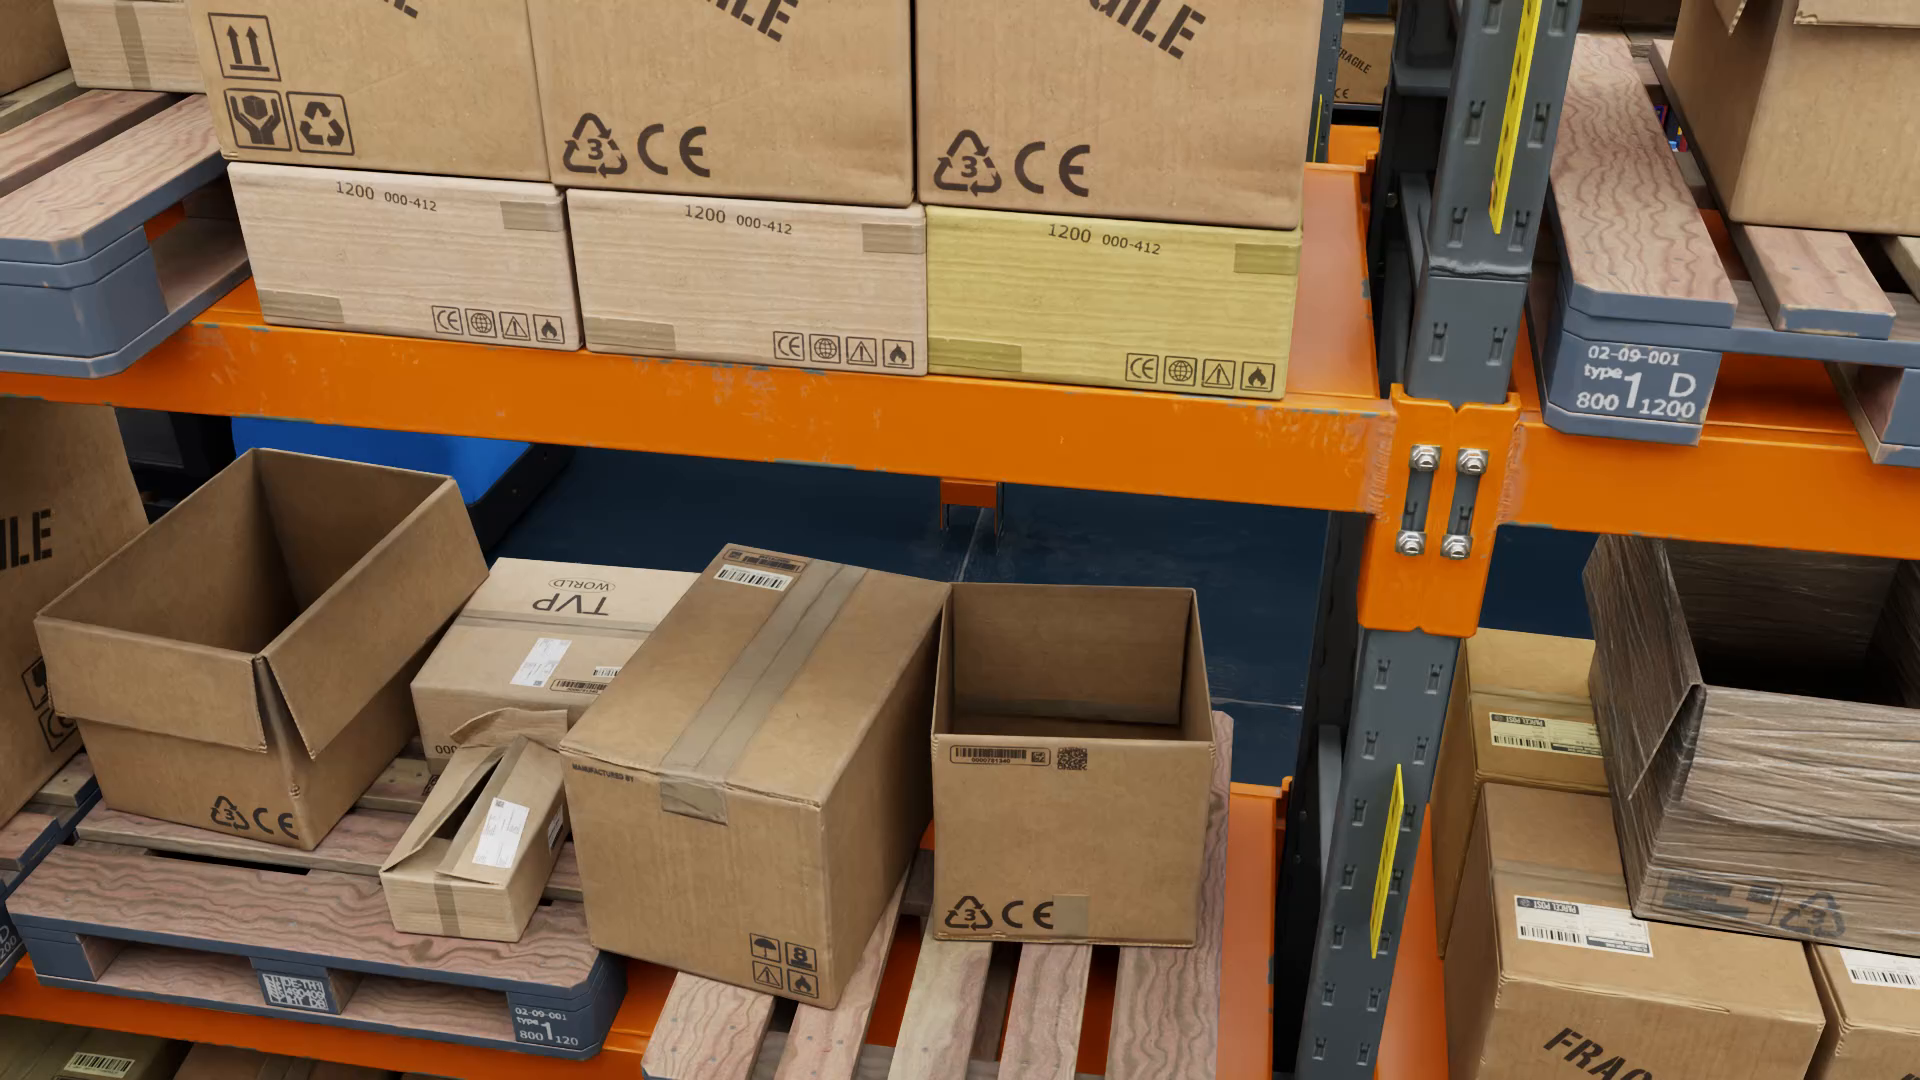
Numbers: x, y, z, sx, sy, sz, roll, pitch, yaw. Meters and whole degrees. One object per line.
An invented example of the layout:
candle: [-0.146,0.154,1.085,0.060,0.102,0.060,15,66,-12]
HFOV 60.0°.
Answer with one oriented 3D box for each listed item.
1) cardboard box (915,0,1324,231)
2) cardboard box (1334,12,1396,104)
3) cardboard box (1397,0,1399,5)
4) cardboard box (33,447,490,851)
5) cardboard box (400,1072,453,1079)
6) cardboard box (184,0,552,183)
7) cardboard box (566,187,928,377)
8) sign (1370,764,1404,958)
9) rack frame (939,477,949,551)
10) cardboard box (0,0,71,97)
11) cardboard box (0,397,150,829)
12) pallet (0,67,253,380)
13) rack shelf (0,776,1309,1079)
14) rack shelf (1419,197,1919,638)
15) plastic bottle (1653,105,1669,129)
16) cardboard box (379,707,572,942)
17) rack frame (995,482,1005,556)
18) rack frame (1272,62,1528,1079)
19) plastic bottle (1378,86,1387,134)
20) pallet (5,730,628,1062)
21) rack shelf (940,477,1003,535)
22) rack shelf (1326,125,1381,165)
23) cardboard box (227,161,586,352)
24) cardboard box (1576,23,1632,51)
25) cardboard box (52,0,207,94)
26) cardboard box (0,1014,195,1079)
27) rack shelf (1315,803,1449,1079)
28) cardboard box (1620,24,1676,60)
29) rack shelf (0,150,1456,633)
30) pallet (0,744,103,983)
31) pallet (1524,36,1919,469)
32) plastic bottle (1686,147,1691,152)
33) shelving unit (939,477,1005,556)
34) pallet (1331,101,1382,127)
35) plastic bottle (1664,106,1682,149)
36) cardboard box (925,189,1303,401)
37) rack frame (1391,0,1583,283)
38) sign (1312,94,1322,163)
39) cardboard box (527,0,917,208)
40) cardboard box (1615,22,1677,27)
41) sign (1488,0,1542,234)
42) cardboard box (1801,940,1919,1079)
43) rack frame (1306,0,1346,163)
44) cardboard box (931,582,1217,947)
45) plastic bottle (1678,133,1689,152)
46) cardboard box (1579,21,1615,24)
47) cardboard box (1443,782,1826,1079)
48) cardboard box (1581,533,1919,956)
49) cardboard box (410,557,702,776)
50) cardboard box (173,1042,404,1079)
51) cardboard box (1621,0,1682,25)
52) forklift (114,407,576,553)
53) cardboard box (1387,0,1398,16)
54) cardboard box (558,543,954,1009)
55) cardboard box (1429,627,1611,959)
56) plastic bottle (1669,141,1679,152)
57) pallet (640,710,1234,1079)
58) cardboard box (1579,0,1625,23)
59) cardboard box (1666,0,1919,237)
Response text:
cardboard box: [0.236,-0.761,2.246,0.500,0.500,0.500,6,33,9]
cardboard box: [2.819,-3.441,11.862,0.500,0.500,0.500,7,33,10]
cardboard box: [3.436,-3.986,12.025,0.500,0.250,0.500,6,33,10]
cardboard box: [-1.470,0.204,3.604,0.637,0.503,0.797,8,33,13]
cardboard box: [-1.025,1.410,4.111,0.500,0.500,0.700,8,33,12]
cardboard box: [-0.757,-0.853,2.394,0.500,0.500,0.500,6,32,9]
cardboard box: [-0.253,-0.483,2.508,0.500,0.250,0.500,5,32,8]
sign: [0.666,0.504,2.601,0.005,0.325,0.100,5,32,8]
rack frame: [-0.068,-0.451,6.981,0.008,1.050,0.200,5,32,8]
cardboard box: [-1.819,-0.996,2.694,0.637,0.503,0.797,6,33,10]
cardboard box: [-2.435,0.031,3.412,1.000,1.000,1.000,5,32,9]
pallet: [-1.581,-0.671,2.844,1.003,0.211,1.213,5,32,8]
rack shelf: [-1.223,0.803,3.818,4.000,0.370,1.077,5,32,8]
rack shelf: [2.720,-0.112,2.452,4.000,0.370,1.077,5,32,8]
plastic bottle: [3.179,-1.949,7.647,0.133,0.283,0.061,5,32,8]
cardboard box: [-0.941,0.548,3.279,0.258,0.266,0.396,4,32,7]
rack frame: [0.173,-0.429,6.946,0.008,1.050,0.200,5,32,8]
rack frame: [0.748,0.676,3.342,0.127,3.000,1.000,5,32,8]
plastic bottle: [2.052,-2.052,7.810,0.133,0.283,0.061,5,32,8]
pallet: [-1.210,0.602,3.641,1.213,0.211,1.003,5,32,8]
rack shelf: [0.053,-0.196,7.117,0.240,0.259,0.215,5,32,8]
rack shelf: [3.553,-1.430,7.386,4.000,0.370,1.077,5,32,8]
cardboard box: [-0.748,-0.529,2.582,0.500,0.250,0.500,6,33,10]
cardboard box: [4.345,-3.306,11.646,0.500,0.500,0.500,4,32,7]
cardboard box: [-1.330,-0.916,2.883,0.250,0.166,0.380,4,32,7]
cardboard box: [-2.126,1.311,4.270,0.500,0.500,0.700,5,32,8]
rack shelf: [2.720,1.160,3.248,4.000,0.370,1.077,5,32,8]
cardboard box: [4.847,-3.262,11.575,0.500,0.500,0.500,6,32,9]
rack shelf: [-1.223,-0.469,3.022,4.000,0.370,1.077,5,32,8]
pallet: [-2.466,0.545,3.733,1.213,0.211,1.003,5,32,8]
pallet: [1.392,-0.485,2.549,1.003,0.211,1.213,7,33,10]
plastic bottle: [3.085,-1.530,6.977,0.133,0.283,0.061,5,32,8]
shelving unit: [0.053,-0.440,6.964,0.252,1.050,0.215,5,32,8]
pallet: [3.148,-3.236,12.221,1.213,0.211,1.003,5,32,8]
plastic bottle: [3.329,-1.942,7.572,0.185,0.351,0.144,5,32,8]
cardboard box: [0.238,-0.446,2.449,0.500,0.250,0.500,5,32,8]
rack frame: [0.748,-1.866,1.750,0.127,3.000,1.000,5,32,8]
sign: [1.496,-1.695,6.977,0.005,0.325,0.100,5,32,8]
cardboard box: [-0.271,-0.801,2.310,0.500,0.500,0.500,5,32,8]
cardboard box: [4.907,-3.535,12.012,0.500,0.500,0.500,6,32,9]
sign: [0.655,-0.531,1.956,0.005,0.325,0.100,5,32,8]
cardboard box: [1.690,0.865,2.947,0.500,0.500,0.500,4,32,7]
rack frame: [1.582,-1.914,7.481,0.127,3.000,1.000,5,32,8]
cardboard box: [0.209,0.429,3.248,0.500,0.500,0.500,1,32,2]
plastic bottle: [3.337,-1.858,7.501,0.133,0.283,0.061,5,32,8]
cardboard box: [4.408,-3.580,12.084,0.500,0.500,0.500,4,32,6]
cardboard box: [1.182,0.820,3.019,0.500,0.500,0.500,6,33,10]
cardboard box: [1.466,0.283,2.932,0.637,0.503,0.797,6,33,10]
cardboard box: [-0.865,0.292,3.702,0.500,0.250,0.500,4,32,7]
cardboard box: [-1.575,1.361,4.190,0.500,0.500,0.700,3,32,4]
cardboard box: [4.940,-3.852,11.811,0.500,0.250,0.500,5,32,8]
forklift: [-3.368,-1.549,6.962,3.031,2.935,1.130,7,33,11]
cardboard box: [3.380,-3.670,12.228,0.500,0.500,0.500,6,33,10]
cardboard box: [-0.358,0.431,3.244,0.500,0.500,0.700,10,33,15]
cardboard box: [1.276,0.549,3.452,0.500,0.500,0.500,6,33,10]
plastic bottle: [2.974,-1.545,7.012,0.097,0.271,0.097,0,32,0]
pallet: [0.028,0.750,3.406,1.003,0.211,1.213,5,32,8]
cardboard box: [4.445,-3.896,11.882,0.500,0.250,0.500,5,32,7]
cardboard box: [1.362,-0.800,2.381,0.637,0.503,0.797,7,33,11]
